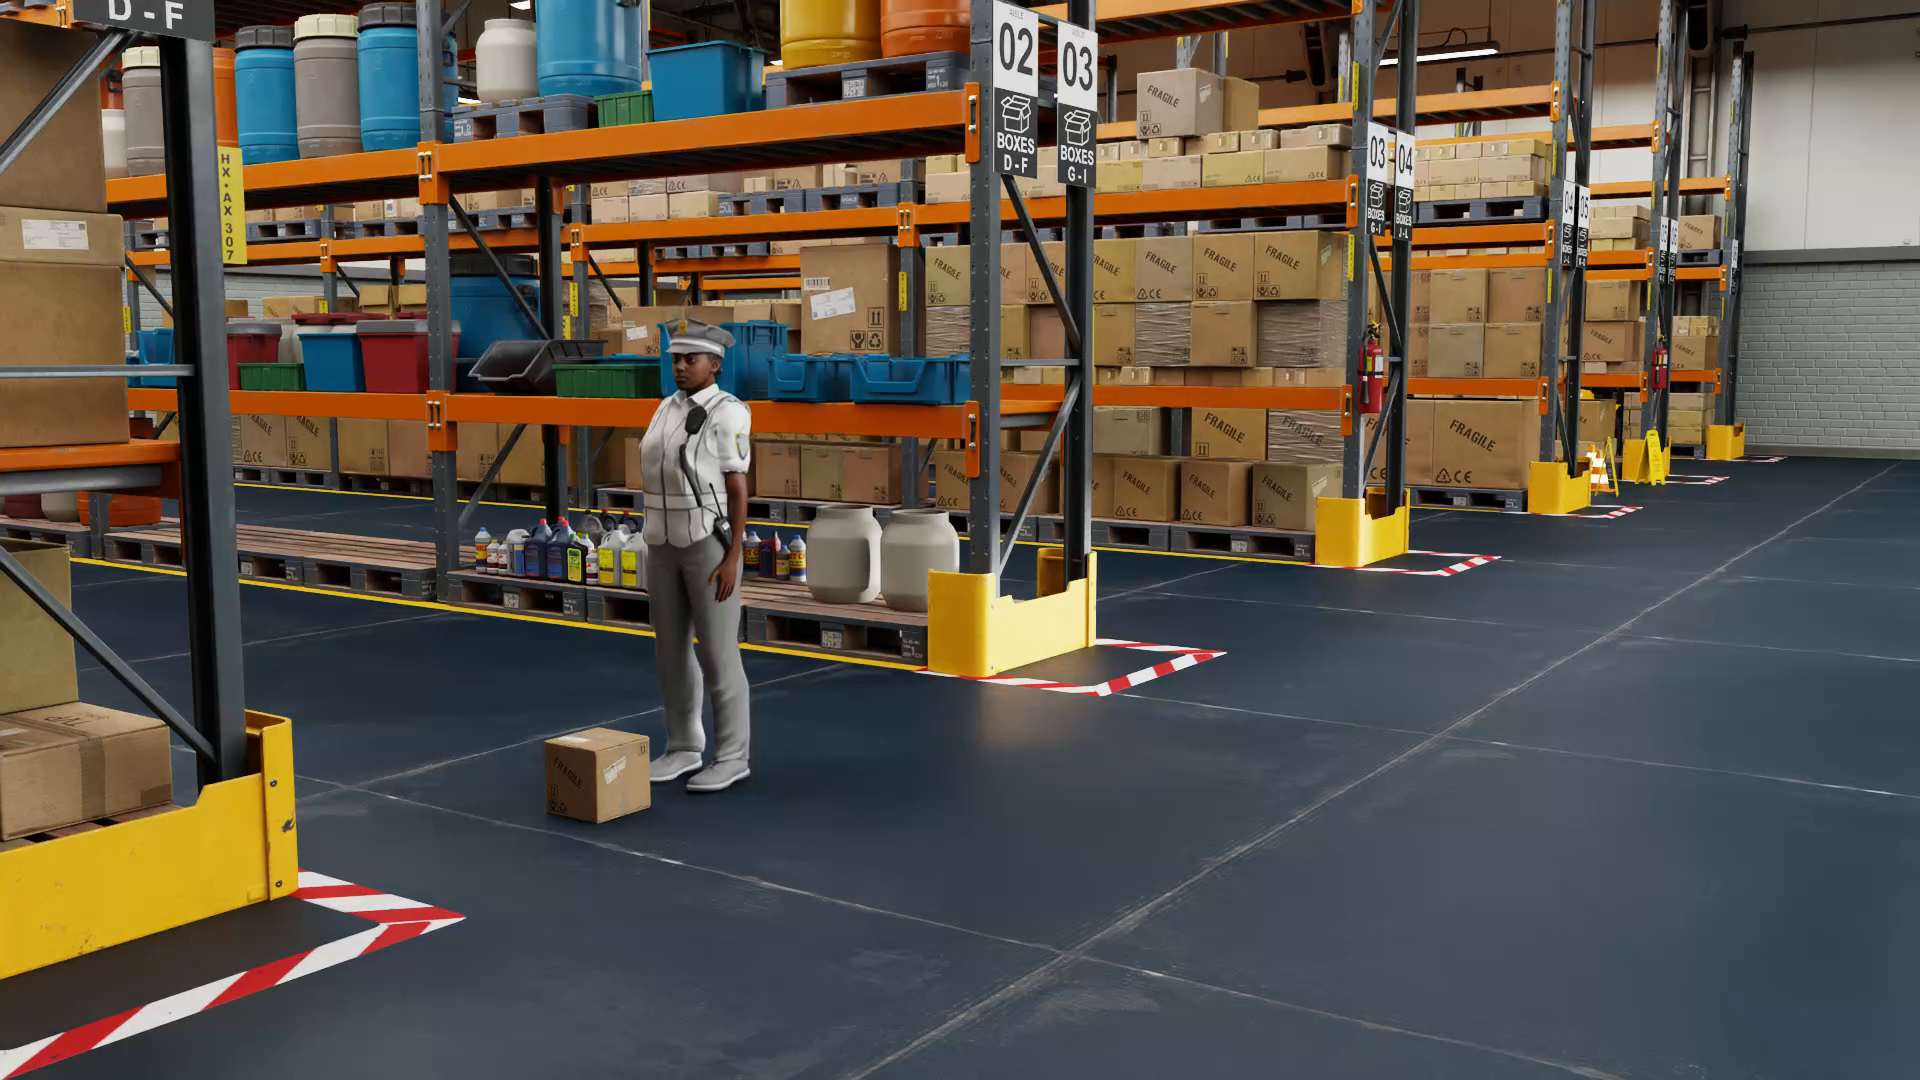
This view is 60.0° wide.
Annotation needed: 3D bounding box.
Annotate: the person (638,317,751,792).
[{"bbox_3d":[-0.953,0.046,5.999,0.443,1.686,0.337,5,8,35],"label":"person"}]
